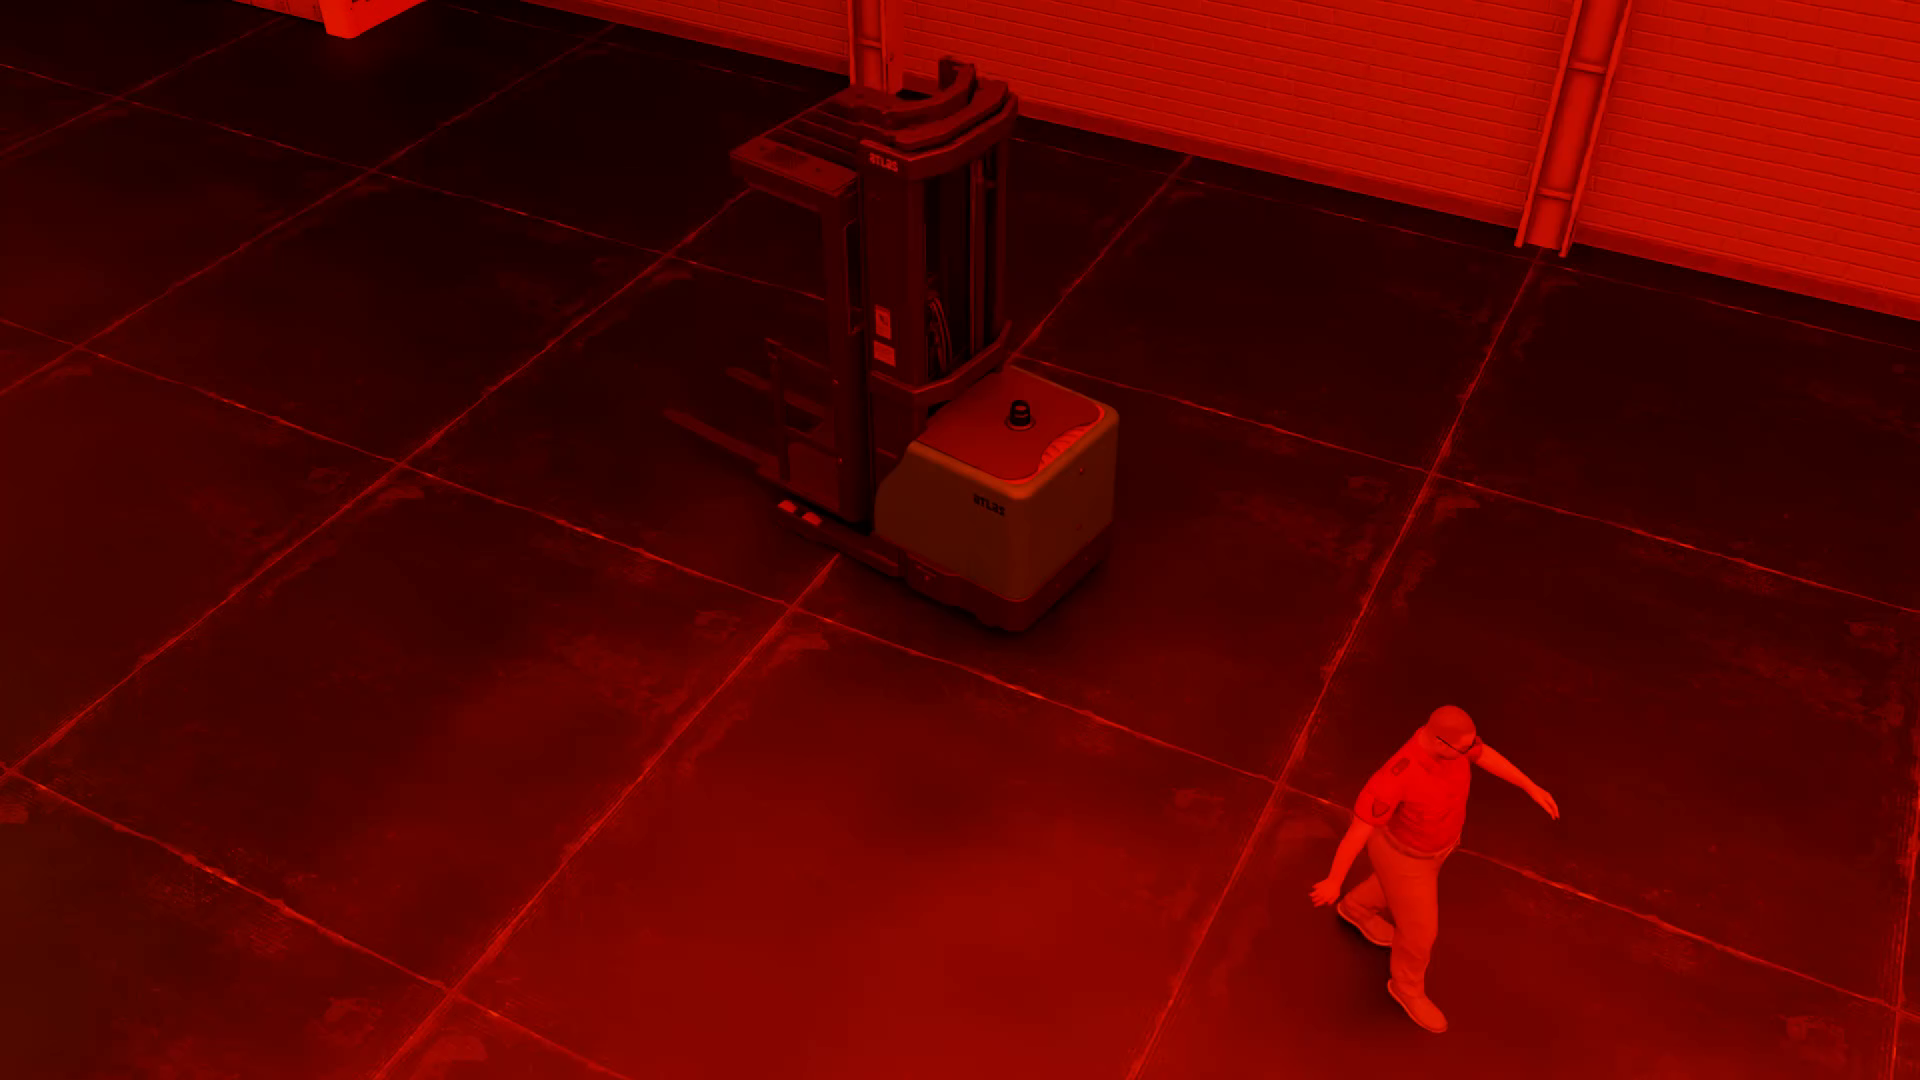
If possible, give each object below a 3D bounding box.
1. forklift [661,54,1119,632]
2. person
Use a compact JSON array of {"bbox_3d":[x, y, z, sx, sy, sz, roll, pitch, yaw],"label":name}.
[{"bbox_3d":[-0.556,-1.369,9.612,3.031,2.935,1.130,26,47,27],"label":"forklift"},{"bbox_3d":[2.029,1.394,7.305,0.760,1.709,0.981,31,49,31],"label":"person"}]
